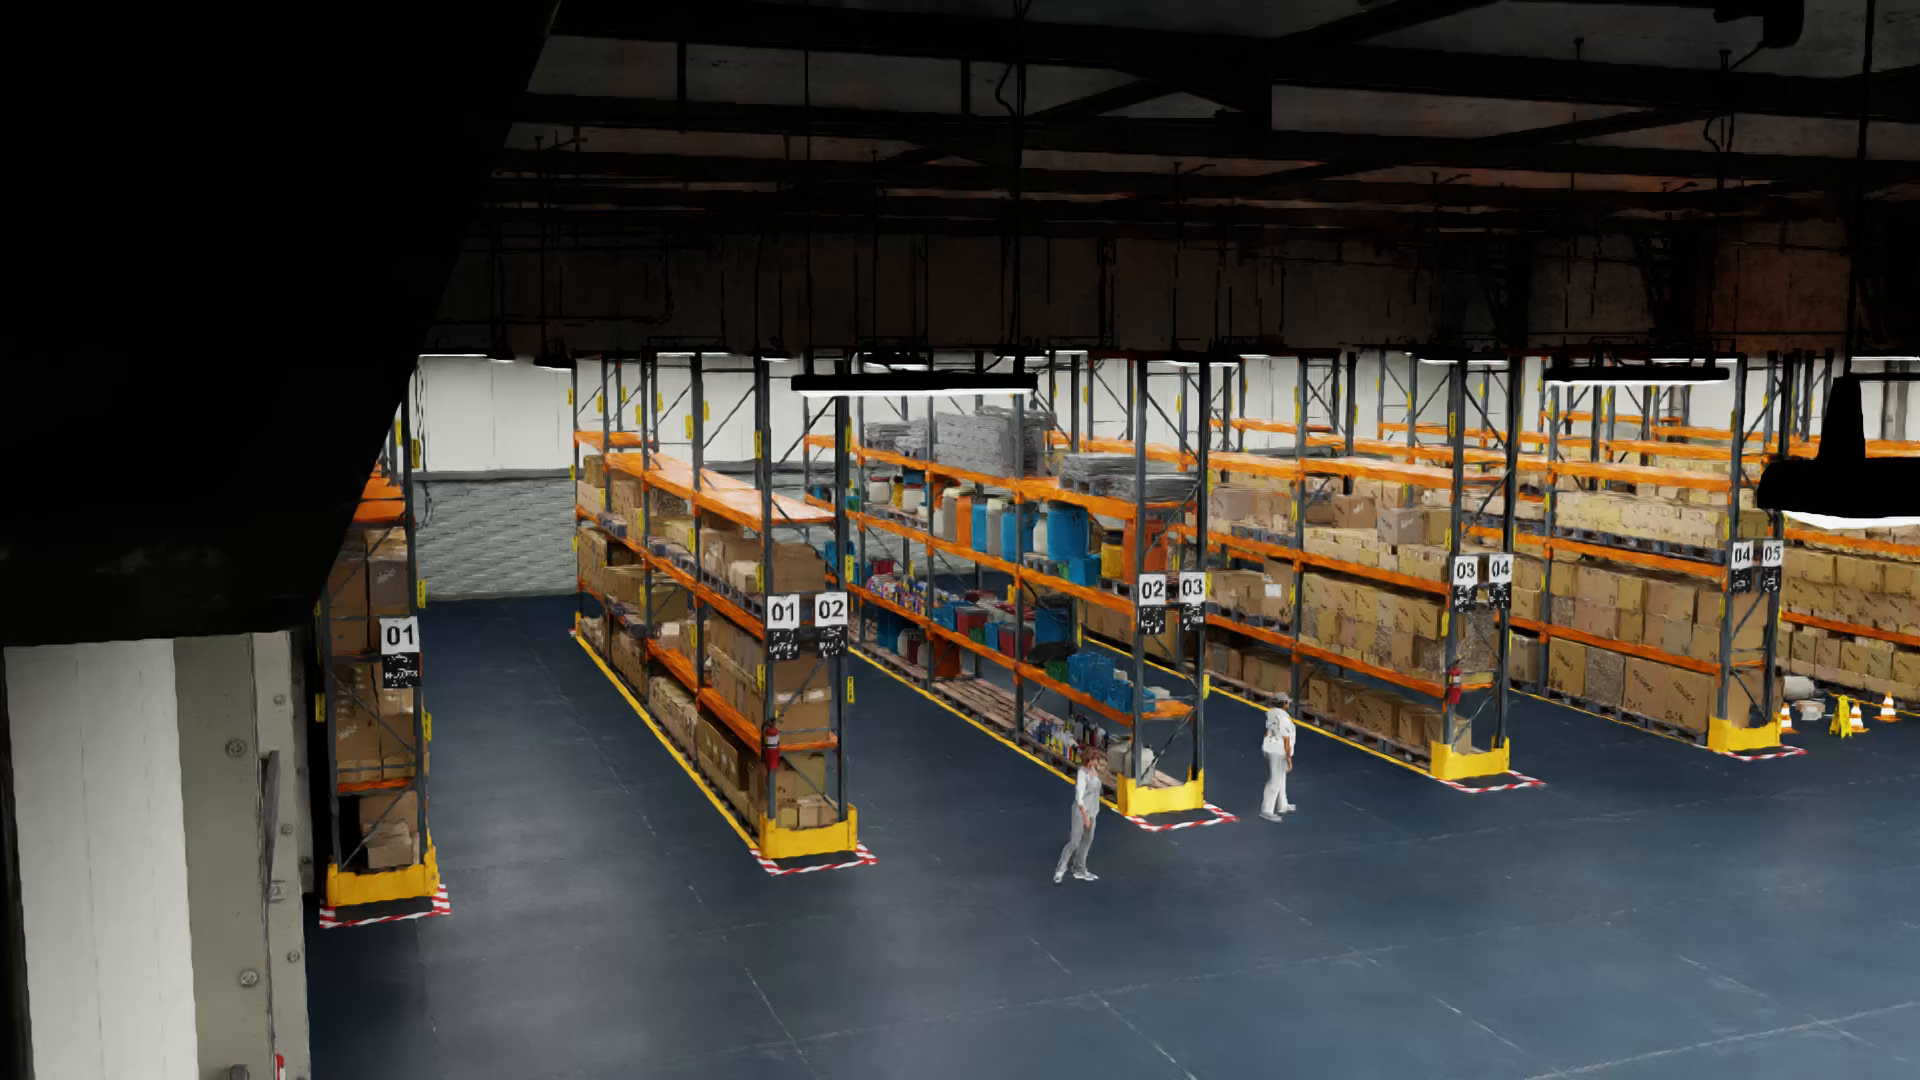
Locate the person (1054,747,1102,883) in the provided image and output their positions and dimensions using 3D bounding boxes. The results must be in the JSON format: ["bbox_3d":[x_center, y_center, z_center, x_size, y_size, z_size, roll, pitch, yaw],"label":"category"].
[{"bbox_3d":[1.358,3.175,19.194,0.463,1.587,0.600,5,9,34],"label":"person"}]

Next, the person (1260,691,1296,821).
[{"bbox_3d":[4.203,2.794,21.853,0.626,1.646,0.697,-2,7,-12],"label":"person"}]
